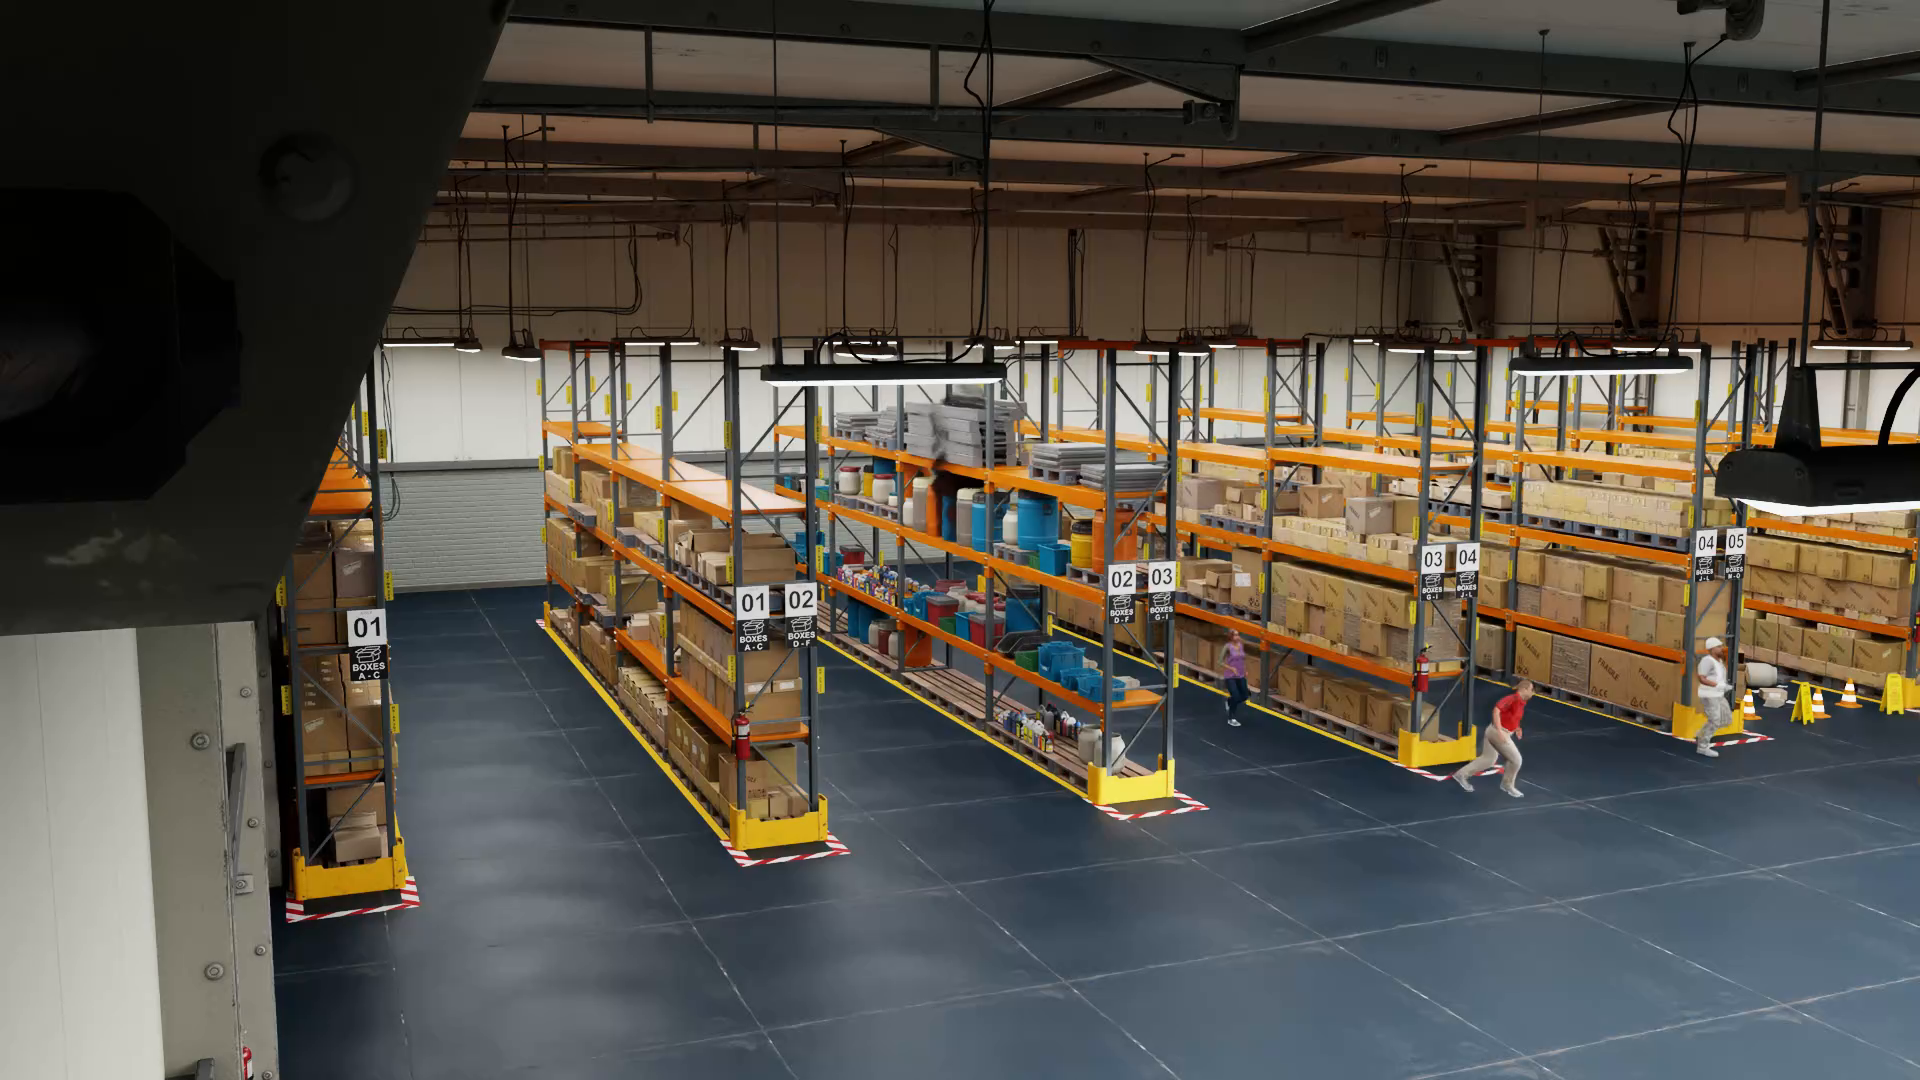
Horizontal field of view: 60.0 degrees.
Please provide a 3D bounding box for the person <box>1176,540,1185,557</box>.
[{"bbox_3d":[4.708,0.855,35.922,0.592,1.719,0.698,-3,8,-24],"label":"person"}]

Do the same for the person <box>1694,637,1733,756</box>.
[{"bbox_3d":[11.098,2.301,24.422,0.585,1.748,0.687,7,10,42],"label":"person"}]

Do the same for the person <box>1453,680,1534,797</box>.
[{"bbox_3d":[7.207,2.650,22.474,0.995,1.607,0.660,4,8,25],"label":"person"}]

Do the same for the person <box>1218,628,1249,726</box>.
[{"bbox_3d":[4.324,2.159,26.229,0.532,1.550,0.551,-4,8,-27],"label":"person"}]
